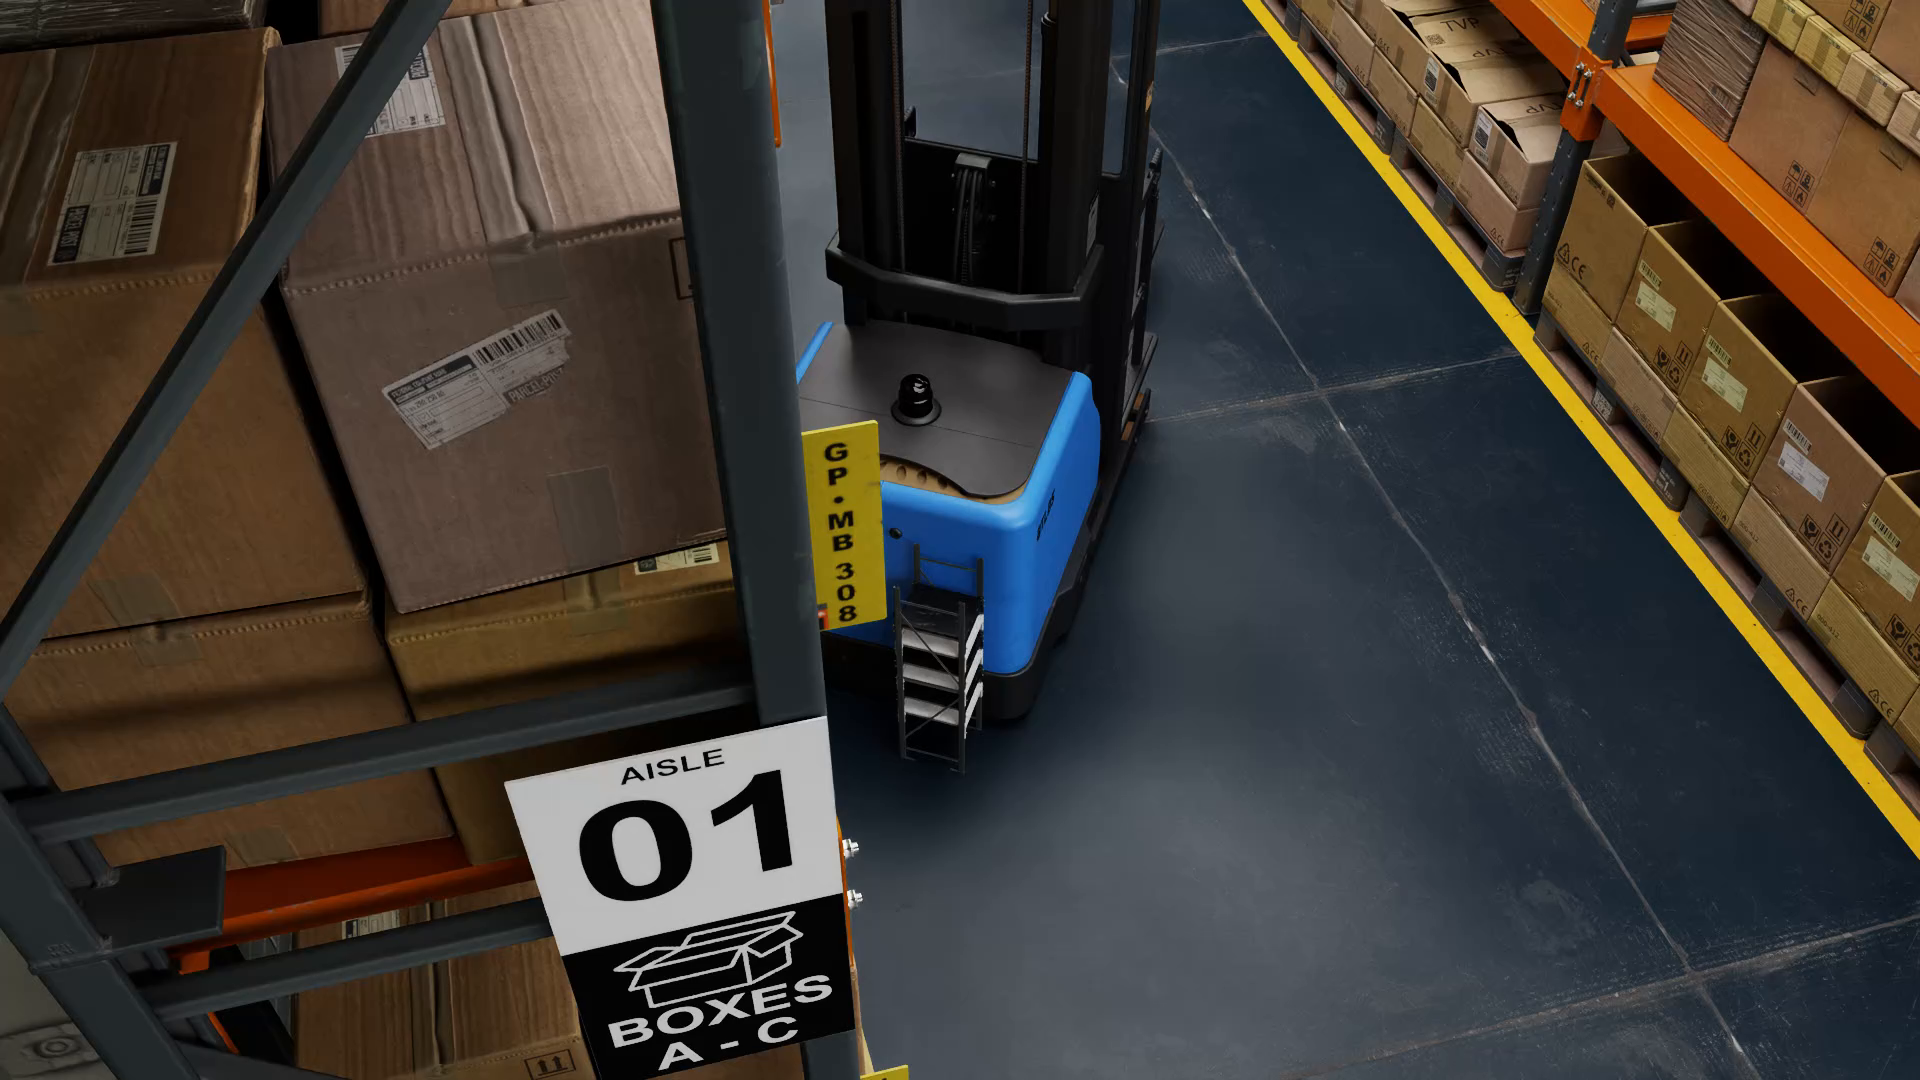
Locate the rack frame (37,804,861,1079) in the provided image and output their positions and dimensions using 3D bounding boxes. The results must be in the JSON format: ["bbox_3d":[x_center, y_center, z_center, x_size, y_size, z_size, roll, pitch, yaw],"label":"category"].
[{"bbox_3d":[-0.664,1.446,3.232,1.000,3.000,0.127,-11,47,-10],"label":"rack frame"}]

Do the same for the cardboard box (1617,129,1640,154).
[{"bbox_3d":[3.234,-1.935,7.785,0.500,0.311,0.500,-11,47,-10],"label":"cardboard box"}]

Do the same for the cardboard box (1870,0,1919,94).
[{"bbox_3d":[3.477,-1.713,5.350,0.700,0.500,0.500,-11,47,-10],"label":"cardboard box"}]

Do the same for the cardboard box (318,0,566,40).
[{"bbox_3d":[-0.608,-0.662,2.414,0.500,0.500,0.500,-11,47,-11],"label":"cardboard box"}]

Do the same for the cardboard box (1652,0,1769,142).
[{"bbox_3d":[3.219,-1.953,6.494,0.700,0.500,0.500,-12,47,-11],"label":"cardboard box"}]

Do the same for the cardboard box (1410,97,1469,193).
[{"bbox_3d":[2.585,-1.991,8.232,0.500,0.250,0.500,-11,47,-11],"label":"cardboard box"}]

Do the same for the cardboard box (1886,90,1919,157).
[{"bbox_3d":[3.315,-1.376,5.474,0.380,0.149,0.250,-12,47,-11],"label":"cardboard box"}]

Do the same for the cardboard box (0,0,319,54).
[{"bbox_3d":[-1.178,-0.620,2.373,0.500,0.500,0.500,-8,46,-8],"label":"cardboard box"}]

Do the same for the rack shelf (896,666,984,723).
[{"bbox_3d":[-0.068,0.508,5.794,0.258,0.077,0.200,13,47,12],"label":"rack shelf"}]

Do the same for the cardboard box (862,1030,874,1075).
[{"bbox_3d":[-0.482,1.097,3.666,0.500,0.250,0.500,-12,47,-11],"label":"cardboard box"}]

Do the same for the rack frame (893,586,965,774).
[{"bbox_3d":[-0.099,0.491,5.638,0.240,0.900,0.006,13,47,12],"label":"rack frame"}]

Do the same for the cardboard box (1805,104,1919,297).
[{"bbox_3d":[3.485,-1.243,5.798,0.700,0.500,0.500,-10,46,-10],"label":"cardboard box"}]

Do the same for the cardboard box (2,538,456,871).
[{"bbox_3d":[-1.016,0.113,2.355,0.500,0.500,0.500,-8,46,-7],"label":"cardboard box"}]

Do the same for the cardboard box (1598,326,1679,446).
[{"bbox_3d":[3.048,-0.687,6.954,0.500,0.250,0.500,-11,47,-10],"label":"cardboard box"}]

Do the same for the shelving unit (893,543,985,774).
[{"bbox_3d":[-0.068,0.422,5.706,0.258,0.900,0.210,13,47,12],"label":"shelving unit"}]

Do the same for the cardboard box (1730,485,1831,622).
[{"bbox_3d":[3.305,0.004,6.277,0.500,0.250,0.500,-11,47,-10],"label":"cardboard box"}]

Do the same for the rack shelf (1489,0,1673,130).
[{"bbox_3d":[2.587,-3.353,8.439,1.077,0.370,4.000,-11,47,-10],"label":"rack shelf"}]

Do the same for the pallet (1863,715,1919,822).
[{"bbox_3d":[3.887,0.994,5.628,1.003,0.211,1.213,-11,47,-10],"label":"pallet"}]

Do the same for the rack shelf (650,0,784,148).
[{"bbox_3d":[-1.176,-1.781,2.701,1.077,0.370,4.000,-11,47,-10],"label":"rack shelf"}]

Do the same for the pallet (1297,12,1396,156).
[{"bbox_3d":[2.557,-2.593,9.143,1.003,0.211,1.213,-11,47,-10],"label":"pallet"}]

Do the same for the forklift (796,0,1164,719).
[{"bbox_3d":[0.190,-1.451,6.120,1.130,2.935,3.031,13,47,12],"label":"forklift"}]

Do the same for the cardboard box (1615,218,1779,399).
[{"bbox_3d":[3.051,-0.950,6.686,0.500,0.500,0.500,-11,47,-10],"label":"cardboard box"}]

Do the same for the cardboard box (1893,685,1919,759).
[{"bbox_3d":[3.561,0.694,5.601,0.500,0.250,0.500,-11,47,-10],"label":"cardboard box"}]

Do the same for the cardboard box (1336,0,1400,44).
[{"bbox_3d":[2.329,-2.882,8.713,0.500,0.311,0.500,-11,47,-11],"label":"cardboard box"}]

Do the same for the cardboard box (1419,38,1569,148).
[{"bbox_3d":[2.579,-2.190,8.034,0.500,0.311,0.500,-10,46,-9],"label":"cardboard box"}]

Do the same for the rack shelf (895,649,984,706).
[{"bbox_3d":[-0.068,0.445,5.730,0.258,0.077,0.200,13,47,12],"label":"rack shelf"}]

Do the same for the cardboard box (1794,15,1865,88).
[{"bbox_3d":[3.182,-1.733,5.824,0.380,0.149,0.250,-11,47,-11],"label":"cardboard box"}]

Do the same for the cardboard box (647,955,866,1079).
[{"bbox_3d":[-0.496,0.845,3.388,0.500,0.500,0.500,-11,47,-10],"label":"cardboard box"}]

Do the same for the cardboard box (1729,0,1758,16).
[{"bbox_3d":[3.045,-2.092,6.175,0.380,0.149,0.250,-10,46,-10],"label":"cardboard box"}]

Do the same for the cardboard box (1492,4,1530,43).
[{"bbox_3d":[2.978,-2.639,8.475,0.500,0.311,0.500,-12,47,-12],"label":"cardboard box"}]

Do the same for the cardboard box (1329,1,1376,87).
[{"bbox_3d":[2.325,-2.696,8.923,0.500,0.250,0.500,-10,46,-10],"label":"cardboard box"}]

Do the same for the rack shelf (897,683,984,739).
[{"bbox_3d":[-0.068,0.571,5.859,0.258,0.077,0.200,13,47,12],"label":"rack shelf"}]

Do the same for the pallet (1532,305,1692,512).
[{"bbox_3d":[3.263,-0.691,7.279,1.003,0.211,1.213,-11,47,-10],"label":"pallet"}]

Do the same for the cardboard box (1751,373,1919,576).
[{"bbox_3d":[3.302,-0.258,6.009,0.500,0.500,0.500,-11,47,-10],"label":"cardboard box"}]

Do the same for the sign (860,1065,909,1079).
[{"bbox_3d":[-0.140,1.044,3.021,0.100,0.325,0.005,-11,47,-10],"label":"sign"}]

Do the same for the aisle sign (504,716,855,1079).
[{"bbox_3d":[-0.356,0.531,2.309,0.394,0.787,0.004,-11,47,-10],"label":"aisle sign"}]
